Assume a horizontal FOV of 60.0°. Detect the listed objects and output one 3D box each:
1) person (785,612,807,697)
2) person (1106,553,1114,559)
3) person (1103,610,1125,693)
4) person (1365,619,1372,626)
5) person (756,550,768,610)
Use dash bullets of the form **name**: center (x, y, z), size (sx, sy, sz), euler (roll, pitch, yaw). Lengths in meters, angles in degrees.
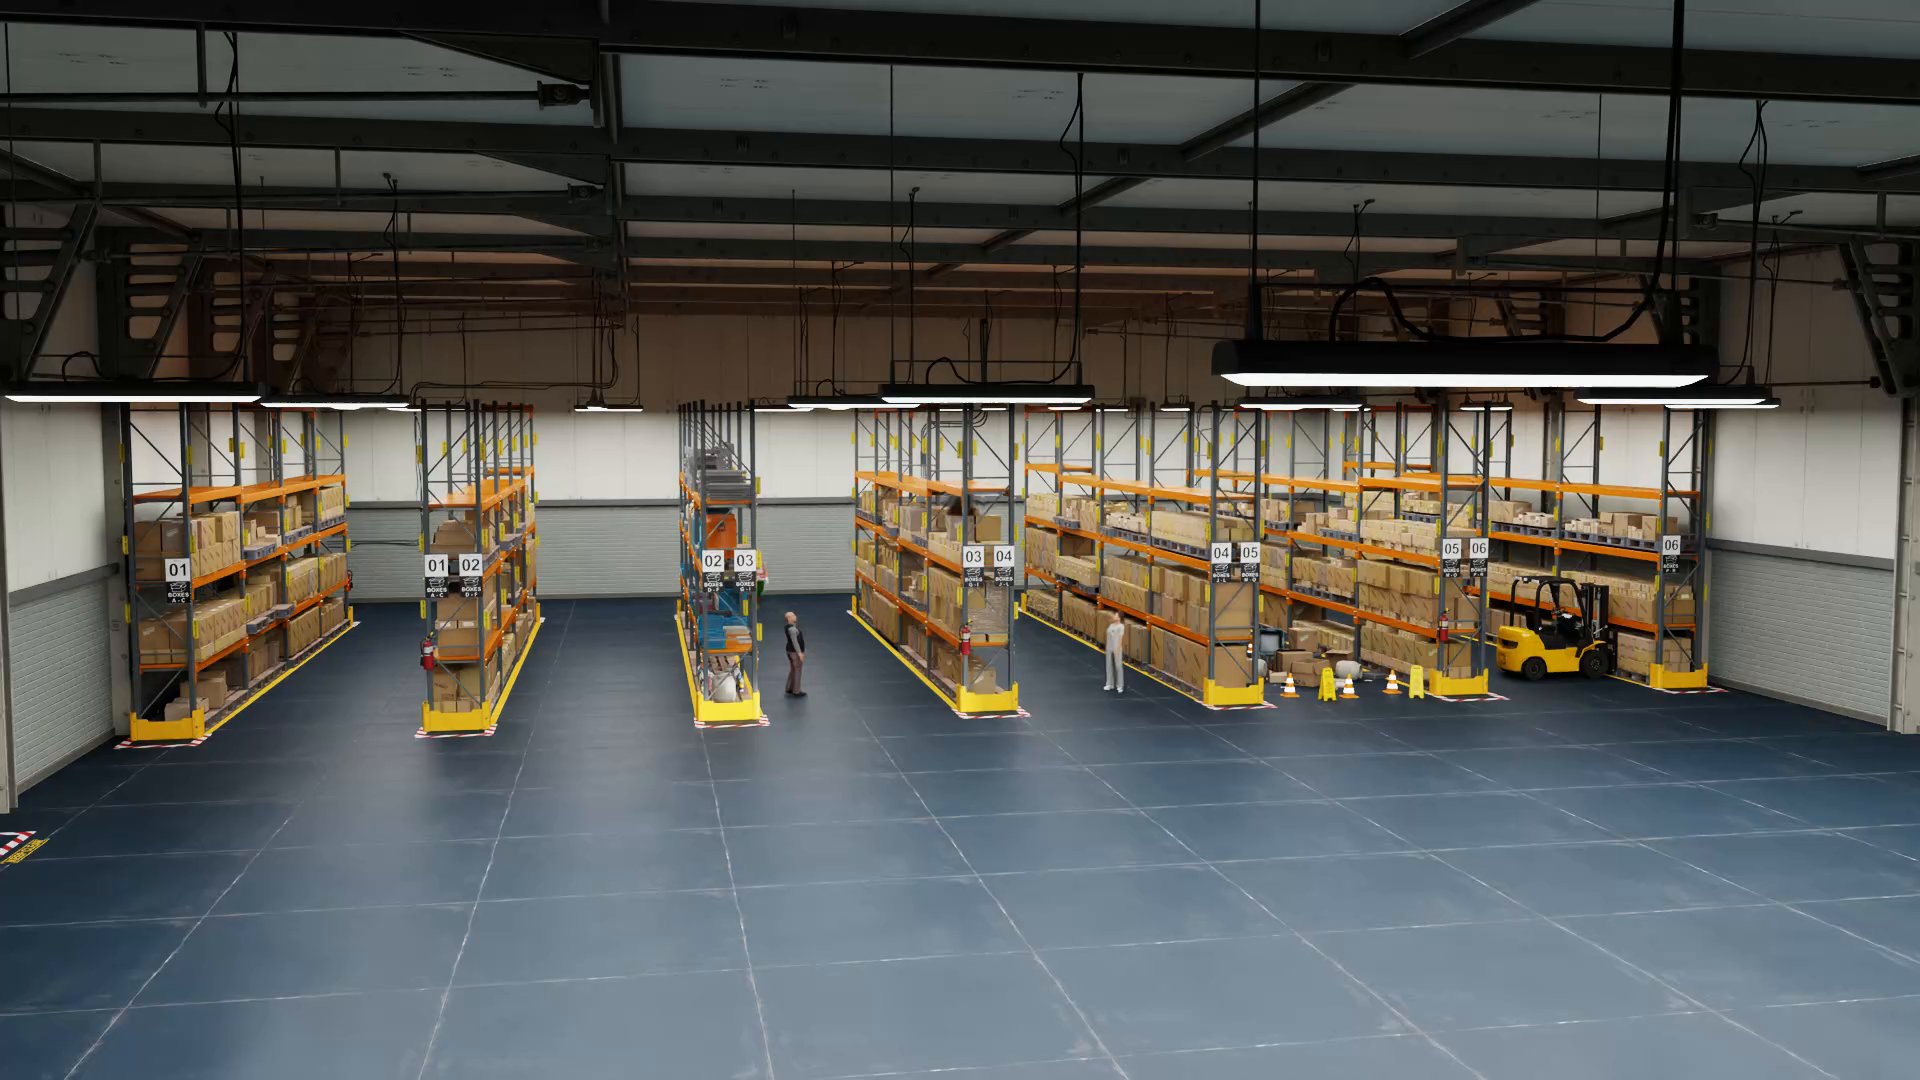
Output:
- **person**: center (-3.342, 2.326, 33.832), size (0.443, 1.738, 0.576), euler (-2, 5, -27)
- **person**: center (4.336, 1.189, 49.769), size (0.640, 1.615, 0.530), euler (-2, 5, -25)
- **person**: center (3.211, 2.304, 34.468), size (0.451, 1.690, 0.414), euler (3, 5, 38)
- **person**: center (11.069, 1.570, 44.596), size (0.458, 1.692, 0.875), euler (2, 5, 20)
- **person**: center (-5.865, 1.167, 48.429), size (0.570, 1.732, 1.020), euler (-2, 5, -20)
